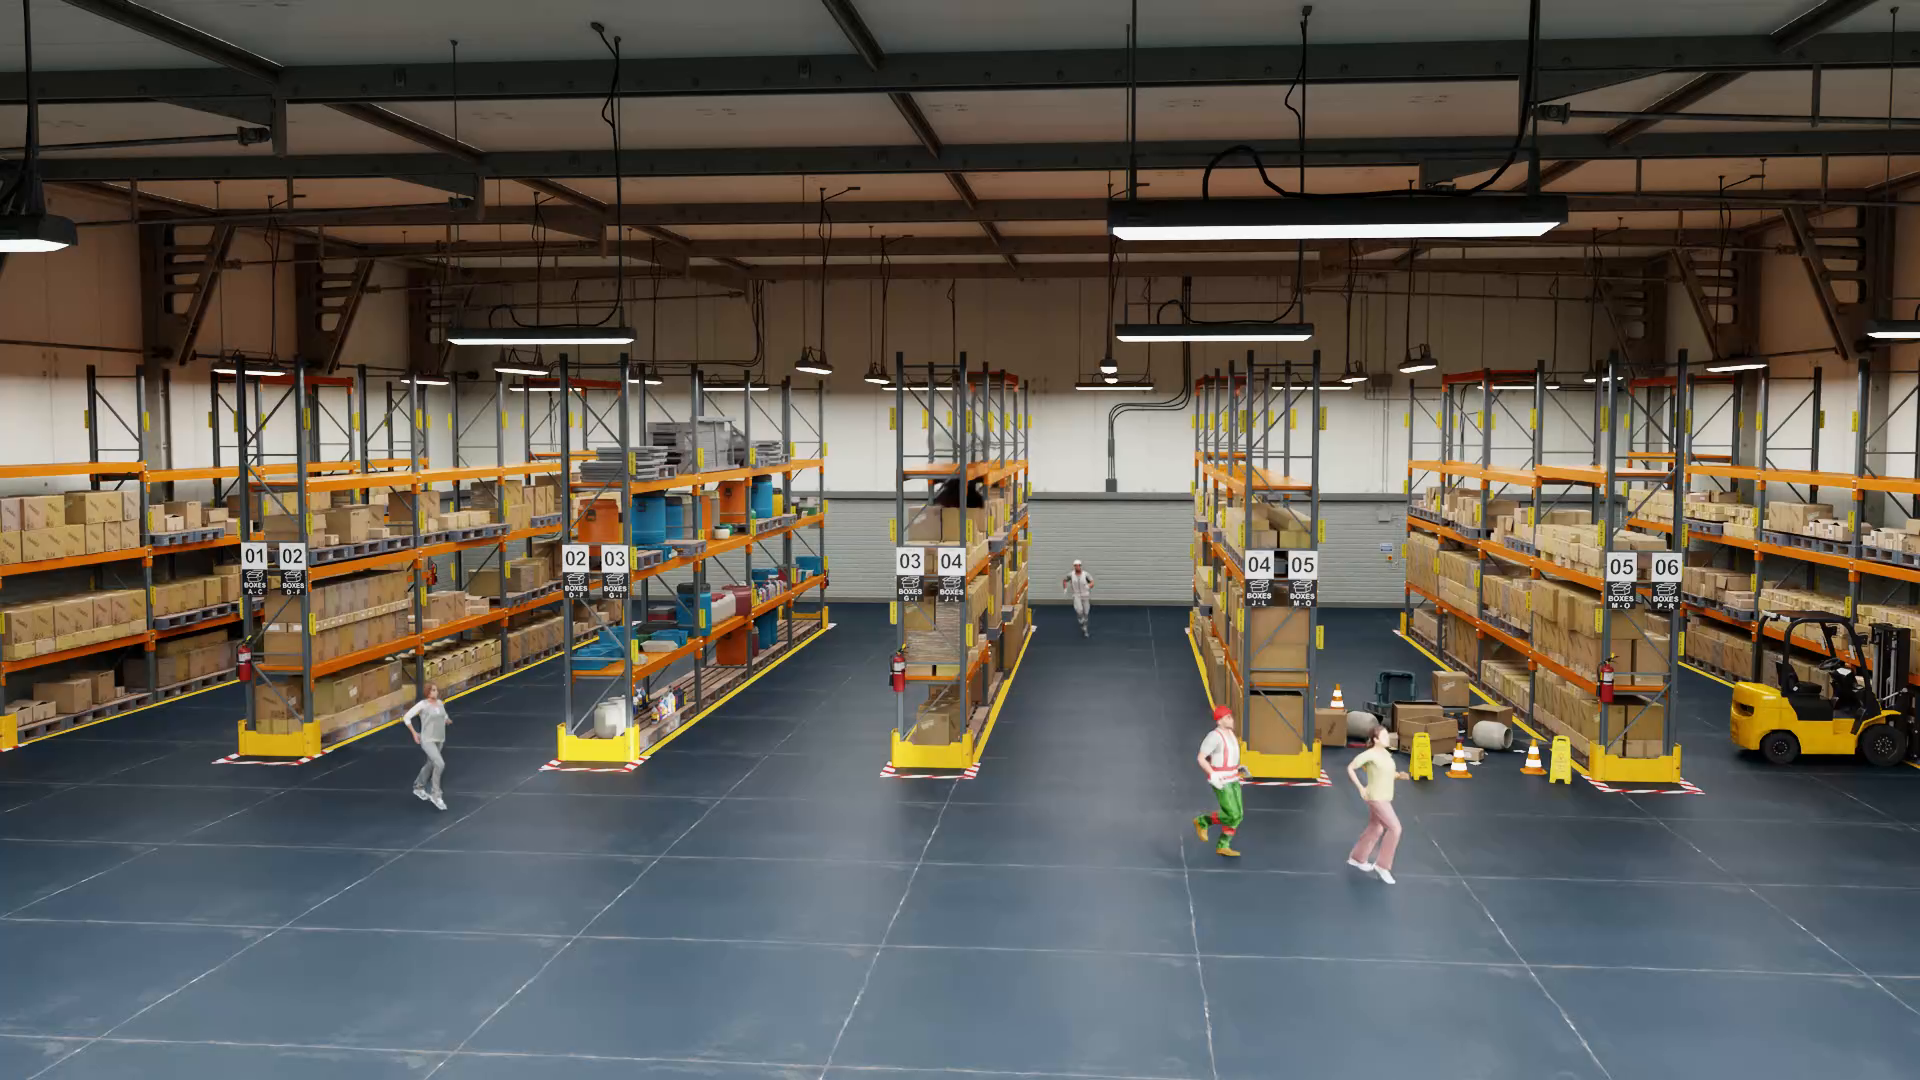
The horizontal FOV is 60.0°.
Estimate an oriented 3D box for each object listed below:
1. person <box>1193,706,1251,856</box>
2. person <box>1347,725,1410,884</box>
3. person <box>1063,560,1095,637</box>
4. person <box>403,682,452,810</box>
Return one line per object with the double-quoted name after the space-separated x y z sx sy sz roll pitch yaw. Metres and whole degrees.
3.022 2.776 19.212 0.601 1.739 0.659 3 5 38 "person"
4.575 2.875 18.198 0.715 1.715 0.544 3 5 37 "person"
2.794 1.362 38.923 0.710 1.812 0.753 0 4 -4 "person"
-6.886 2.662 21.642 0.721 1.645 0.506 2 4 24 "person"
